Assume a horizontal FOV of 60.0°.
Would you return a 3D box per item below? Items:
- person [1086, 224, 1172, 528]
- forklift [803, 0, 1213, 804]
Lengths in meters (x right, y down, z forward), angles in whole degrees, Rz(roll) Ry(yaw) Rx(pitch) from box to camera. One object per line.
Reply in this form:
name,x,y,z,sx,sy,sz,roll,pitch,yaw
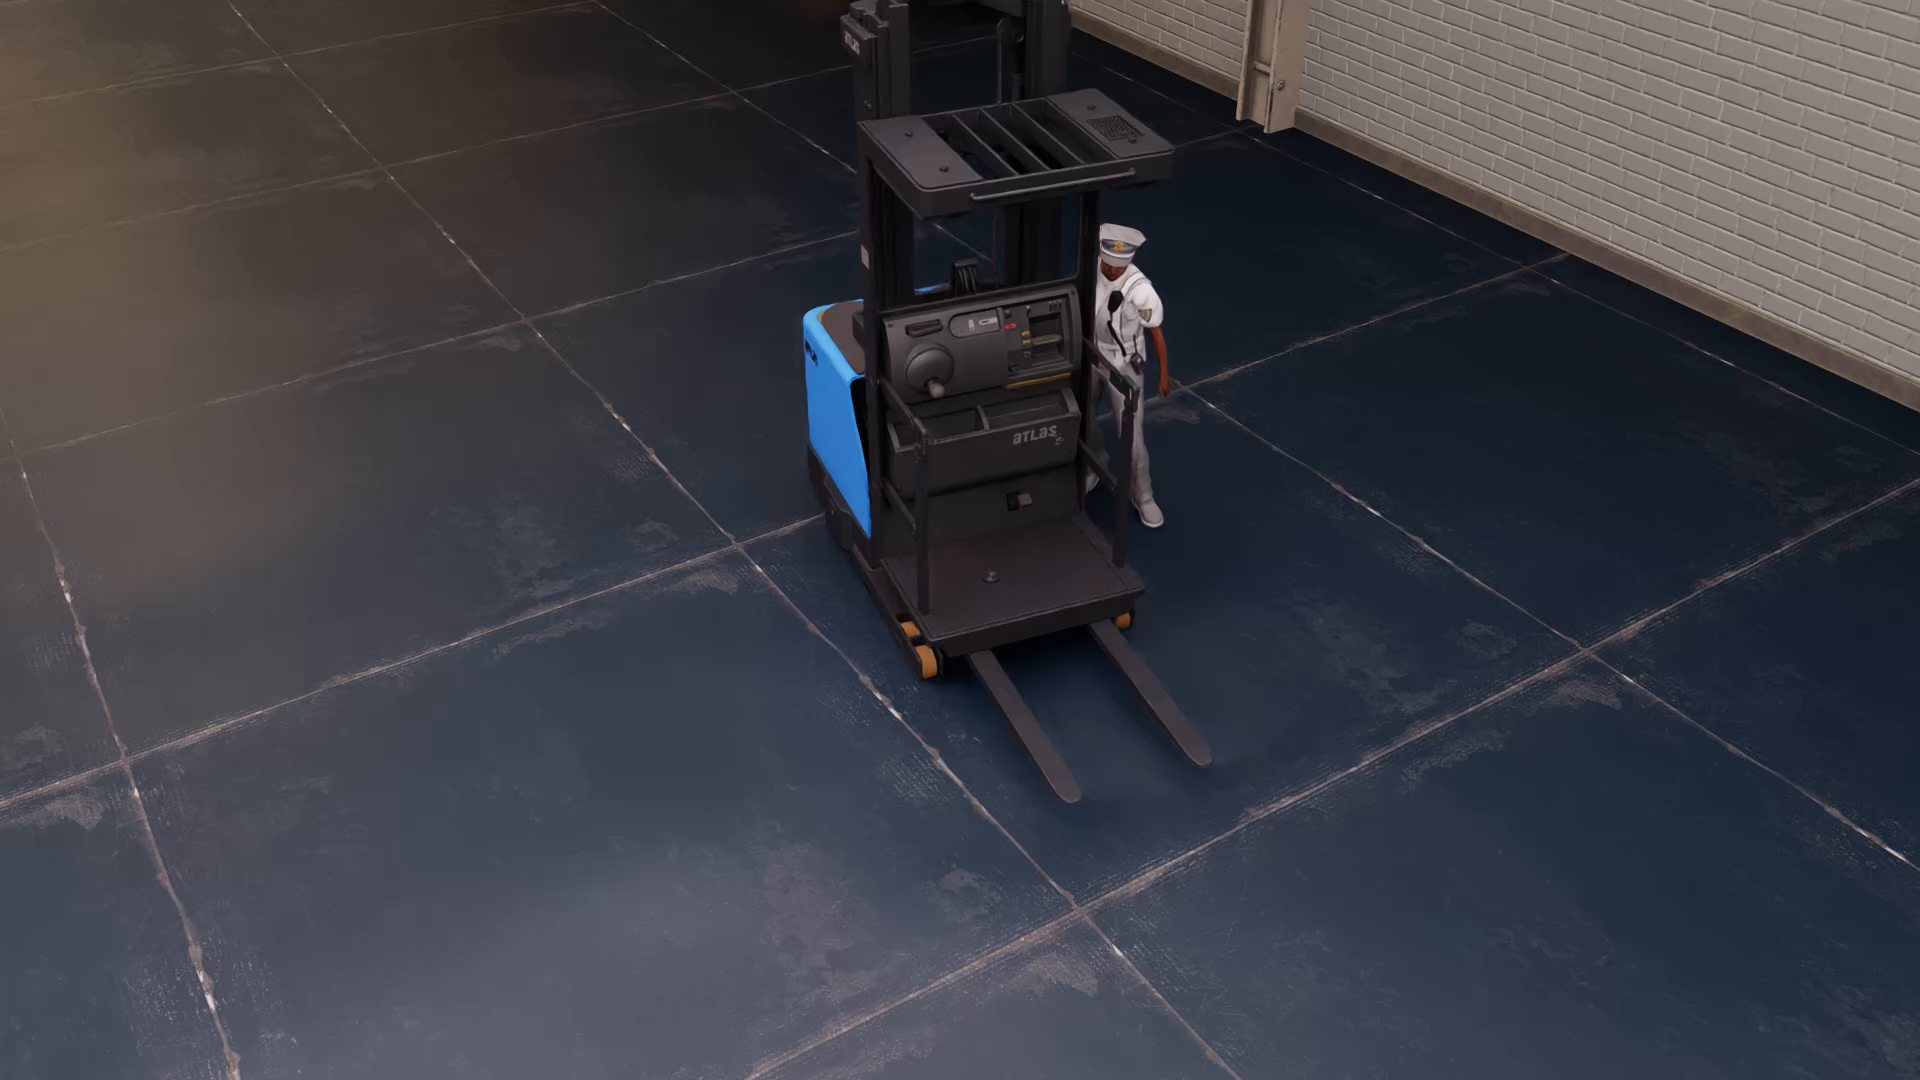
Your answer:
person,0.790,-0.892,8.580,0.807,1.631,0.432,24,42,30
forklift,0.194,-0.822,7.318,1.130,2.935,3.031,-13,37,-18
